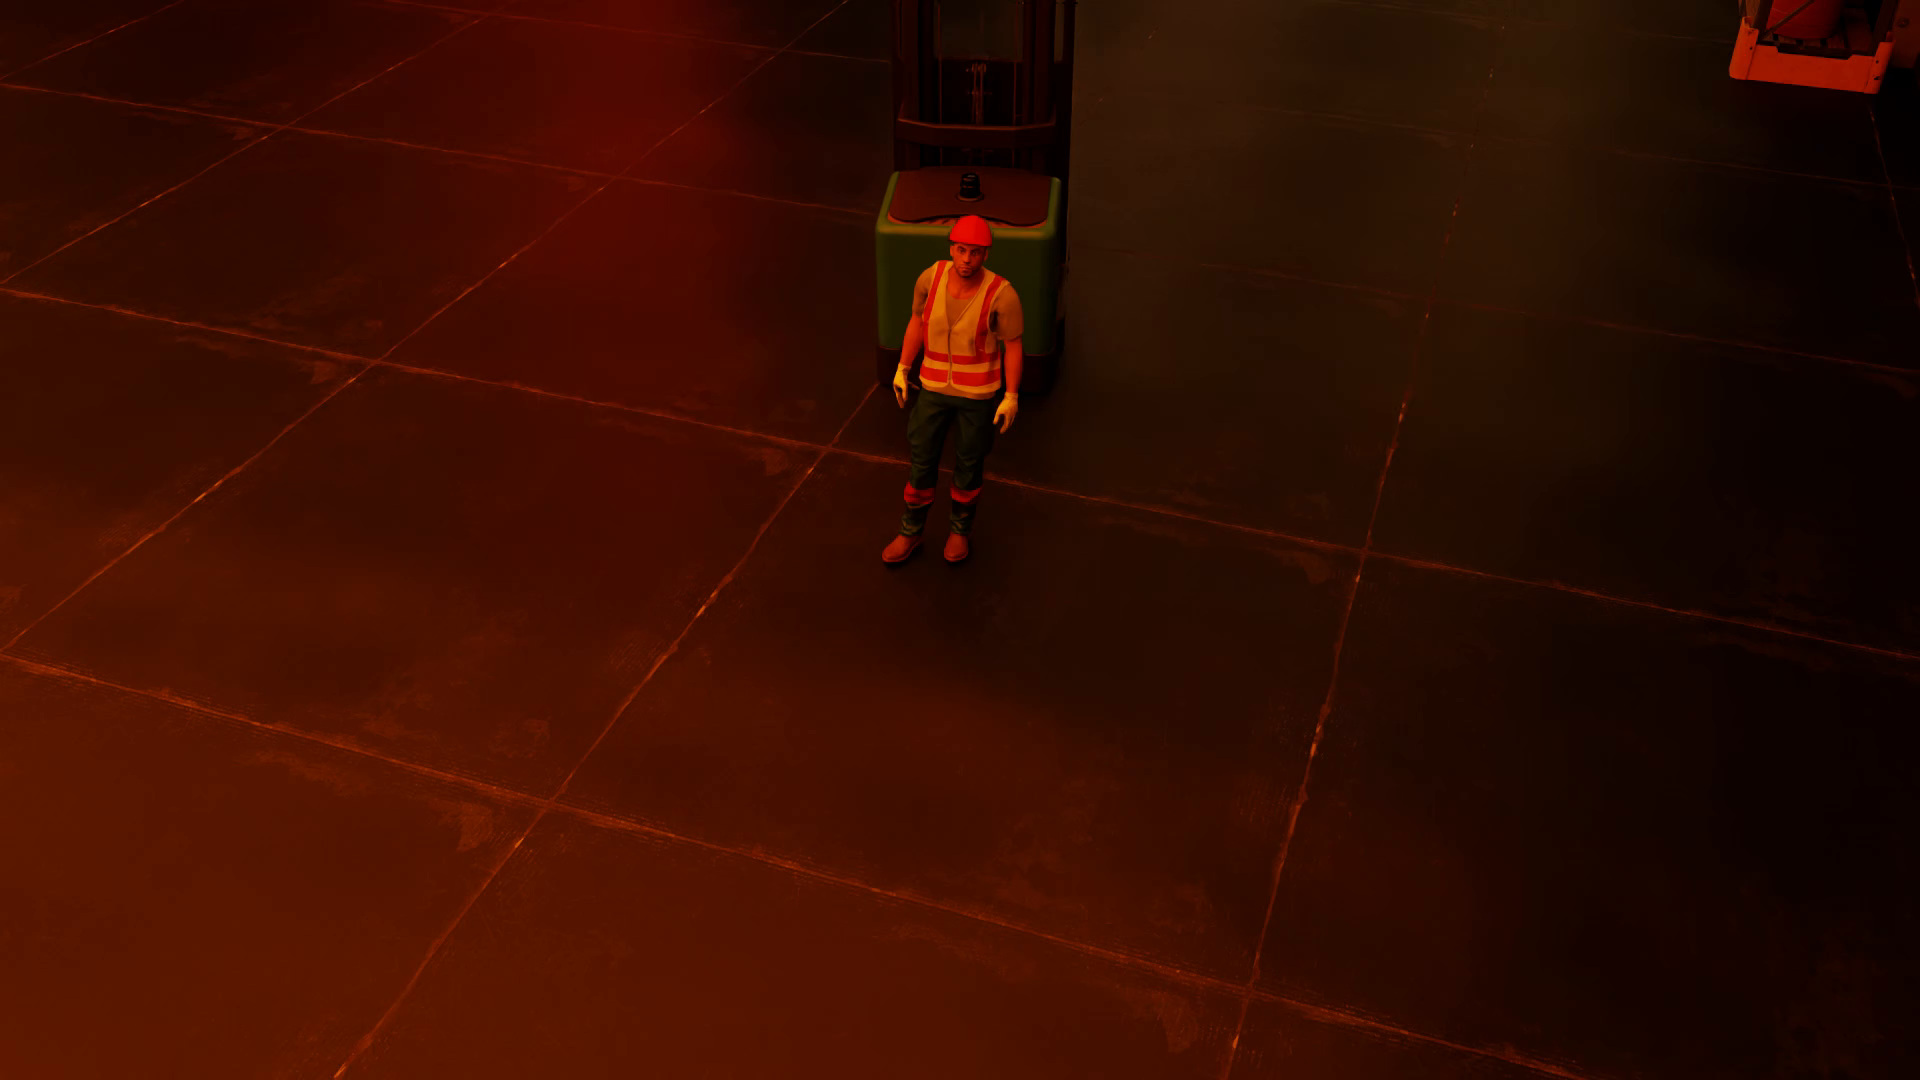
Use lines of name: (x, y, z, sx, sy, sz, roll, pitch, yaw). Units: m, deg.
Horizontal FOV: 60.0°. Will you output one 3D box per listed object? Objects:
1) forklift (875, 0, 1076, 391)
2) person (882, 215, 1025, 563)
forklift: (0.156, -2.901, 10.202, 1.130, 2.935, 3.031, 3, 35, 4)
person: (-0.037, -0.693, 8.064, 0.638, 1.789, 0.562, 12, 37, 16)
